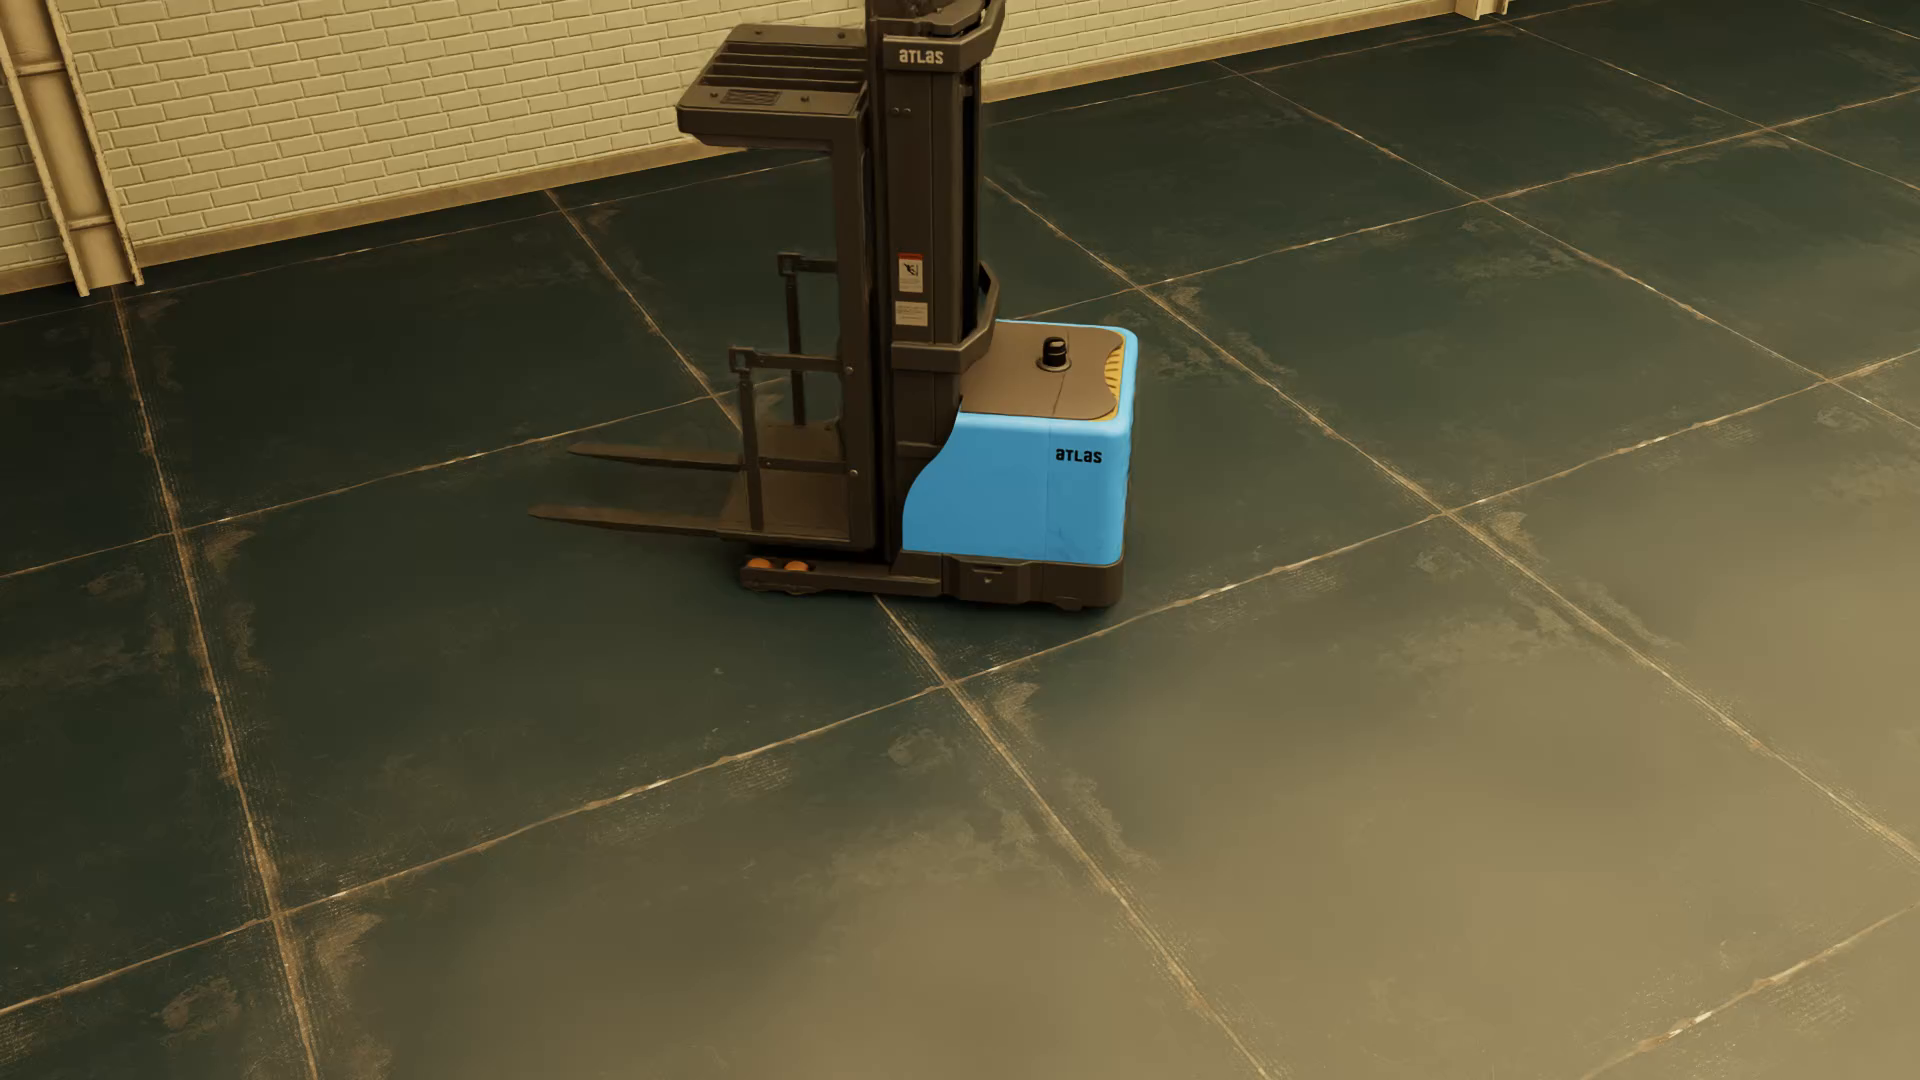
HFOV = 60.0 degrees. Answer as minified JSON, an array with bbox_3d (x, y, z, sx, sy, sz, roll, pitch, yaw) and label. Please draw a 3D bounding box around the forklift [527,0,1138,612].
[{"bbox_3d":[-0.659,-1.222,7.851,3.031,2.935,1.130,4,35,6],"label":"forklift"}]
